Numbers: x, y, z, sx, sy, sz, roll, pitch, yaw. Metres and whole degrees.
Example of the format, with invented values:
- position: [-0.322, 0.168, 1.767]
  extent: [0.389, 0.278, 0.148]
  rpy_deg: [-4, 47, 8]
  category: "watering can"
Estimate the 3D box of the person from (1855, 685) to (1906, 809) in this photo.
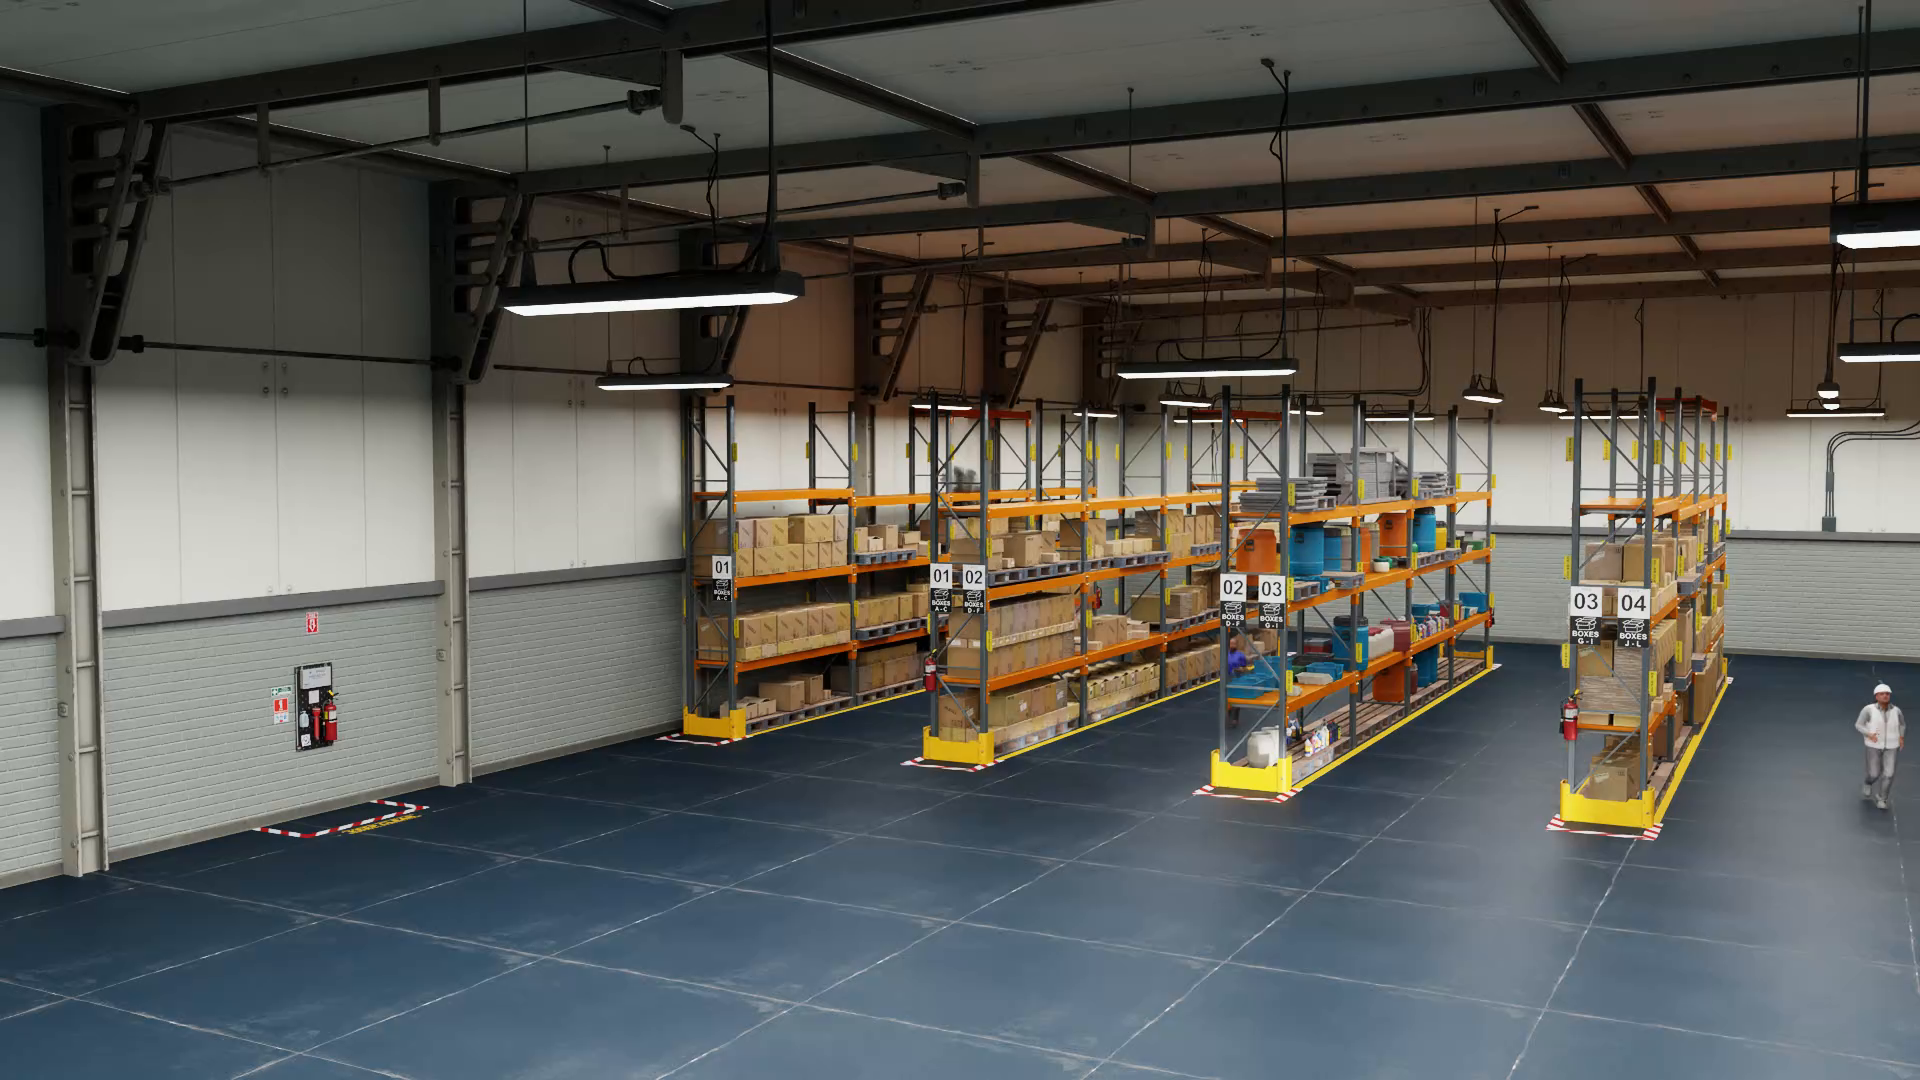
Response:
- position: [13.006, 2.898, 23.473]
  extent: [0.660, 1.729, 0.658]
  rpy_deg: [1, 3, 15]
  category: "person"

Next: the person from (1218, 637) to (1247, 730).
- position: [4.918, 2.607, 30.064]
  extent: [0.552, 1.703, 0.731]
  rpy_deg: [1, 3, 15]
  category: "person"

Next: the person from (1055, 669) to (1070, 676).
- position: [2.149, 2.260, 35.218]
  extent: [0.634, 1.768, 0.670]
  rpy_deg: [1, 3, 20]
  category: "person"
